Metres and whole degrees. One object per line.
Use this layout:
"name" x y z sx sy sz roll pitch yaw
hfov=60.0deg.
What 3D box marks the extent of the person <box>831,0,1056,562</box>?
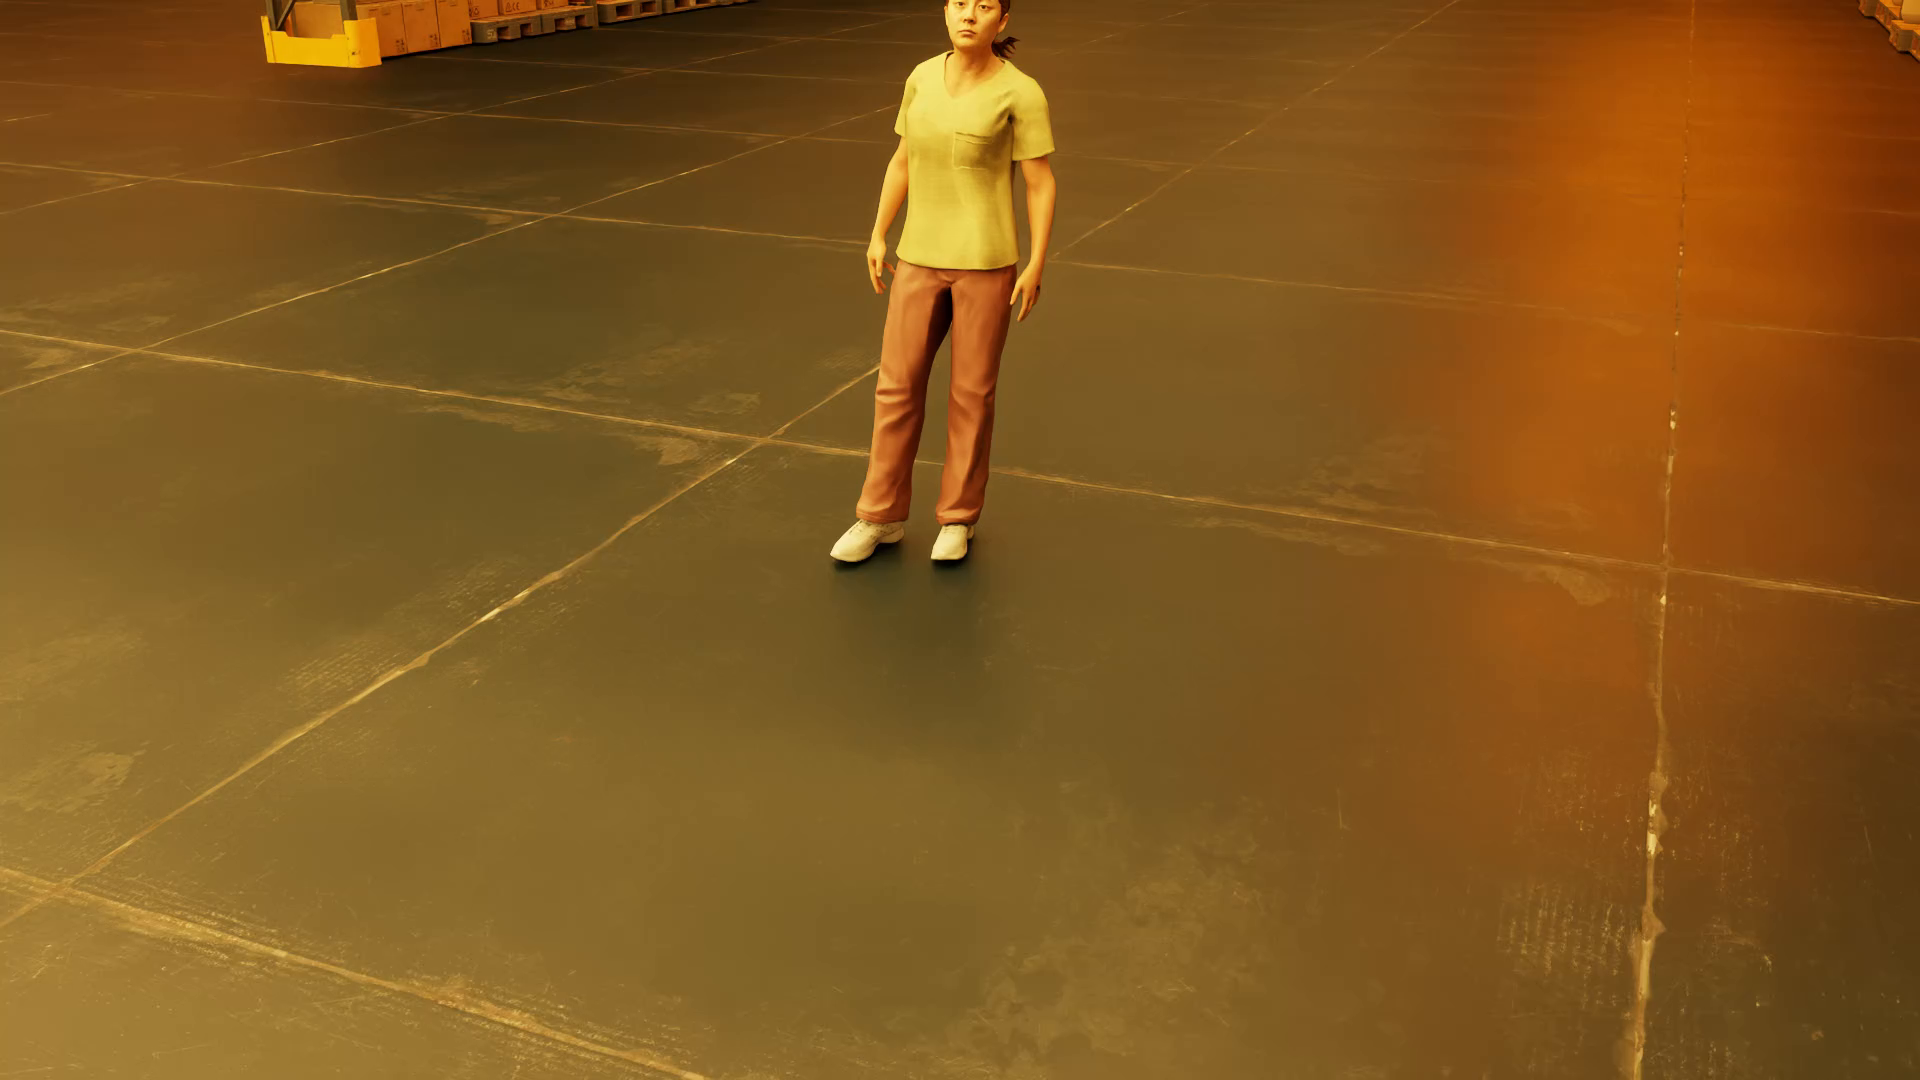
"person" -0.039 -0.755 4.708 0.553 1.673 0.548 9 24 21
